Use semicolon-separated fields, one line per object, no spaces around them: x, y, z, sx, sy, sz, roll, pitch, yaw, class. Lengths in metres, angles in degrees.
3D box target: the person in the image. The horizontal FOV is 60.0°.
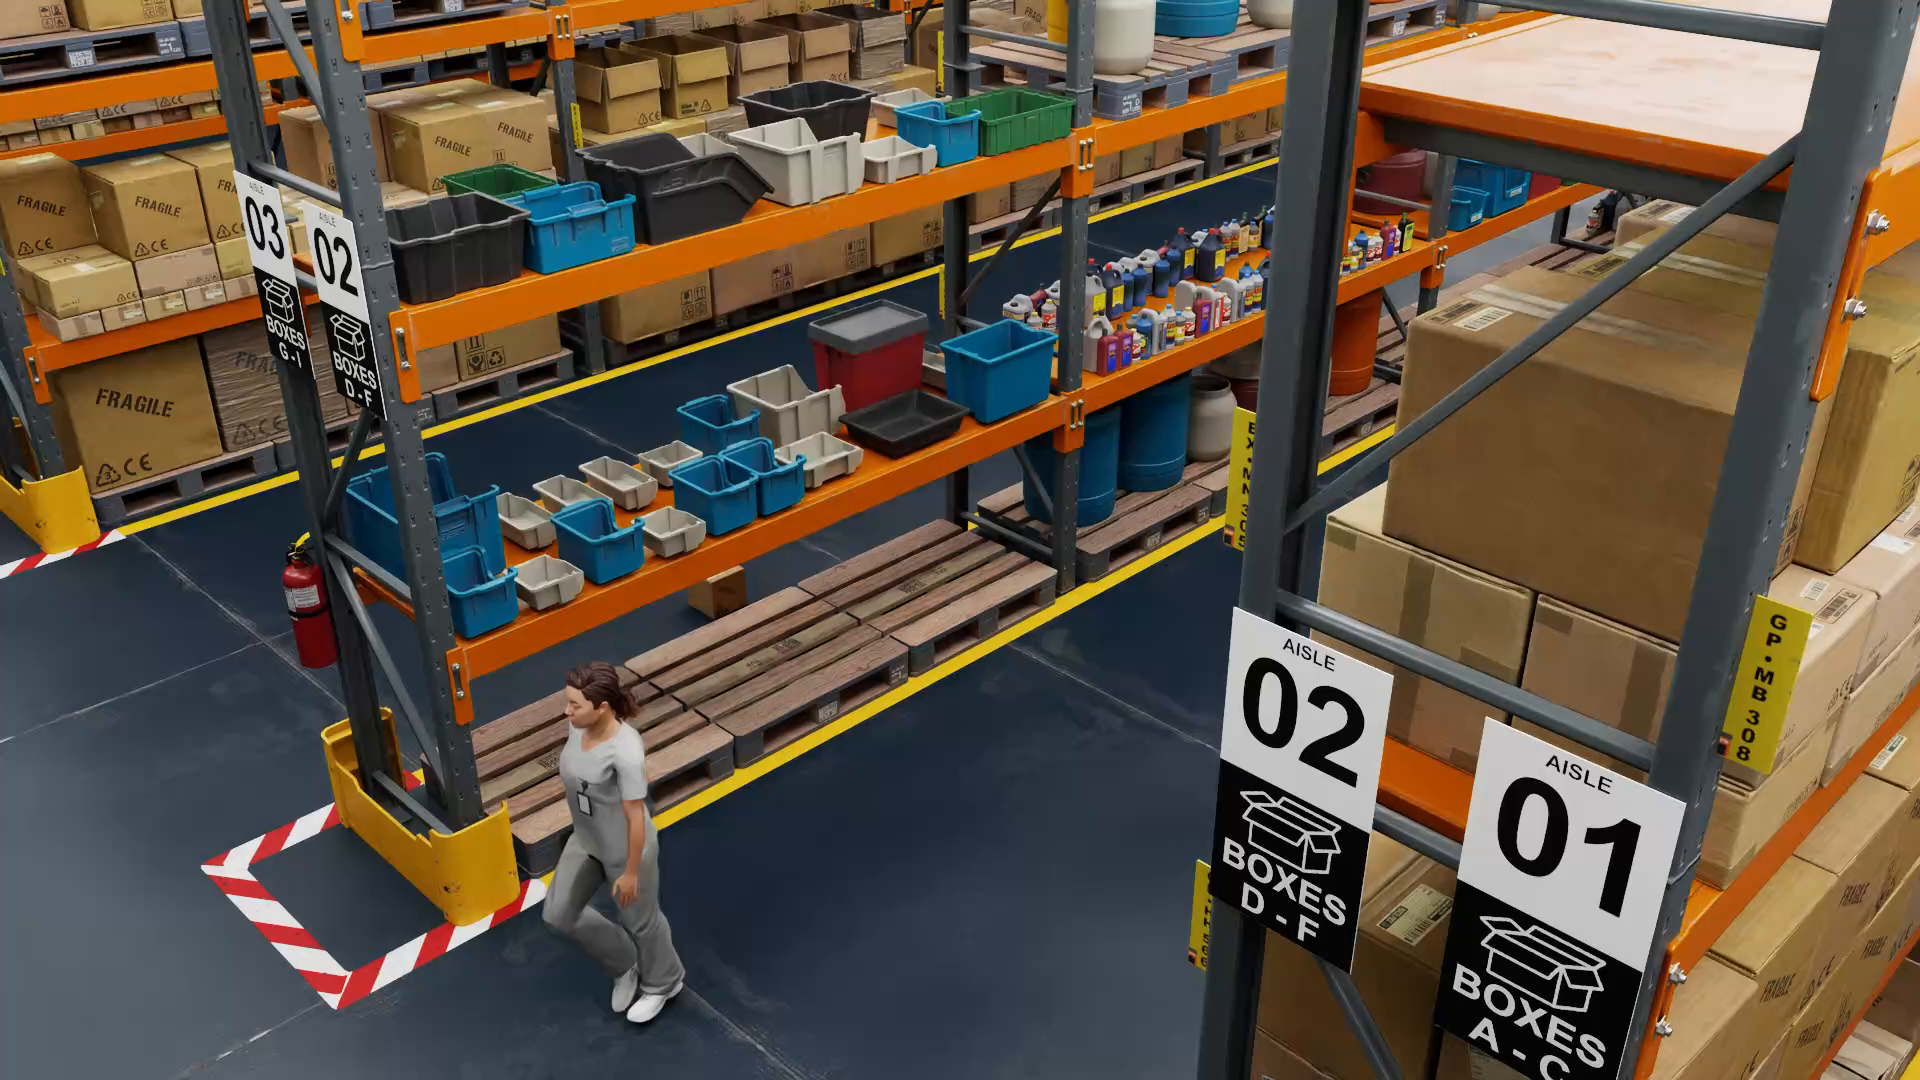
-1.391;1.225;6.564;0.492;1.684;0.486;22;35;35;person
